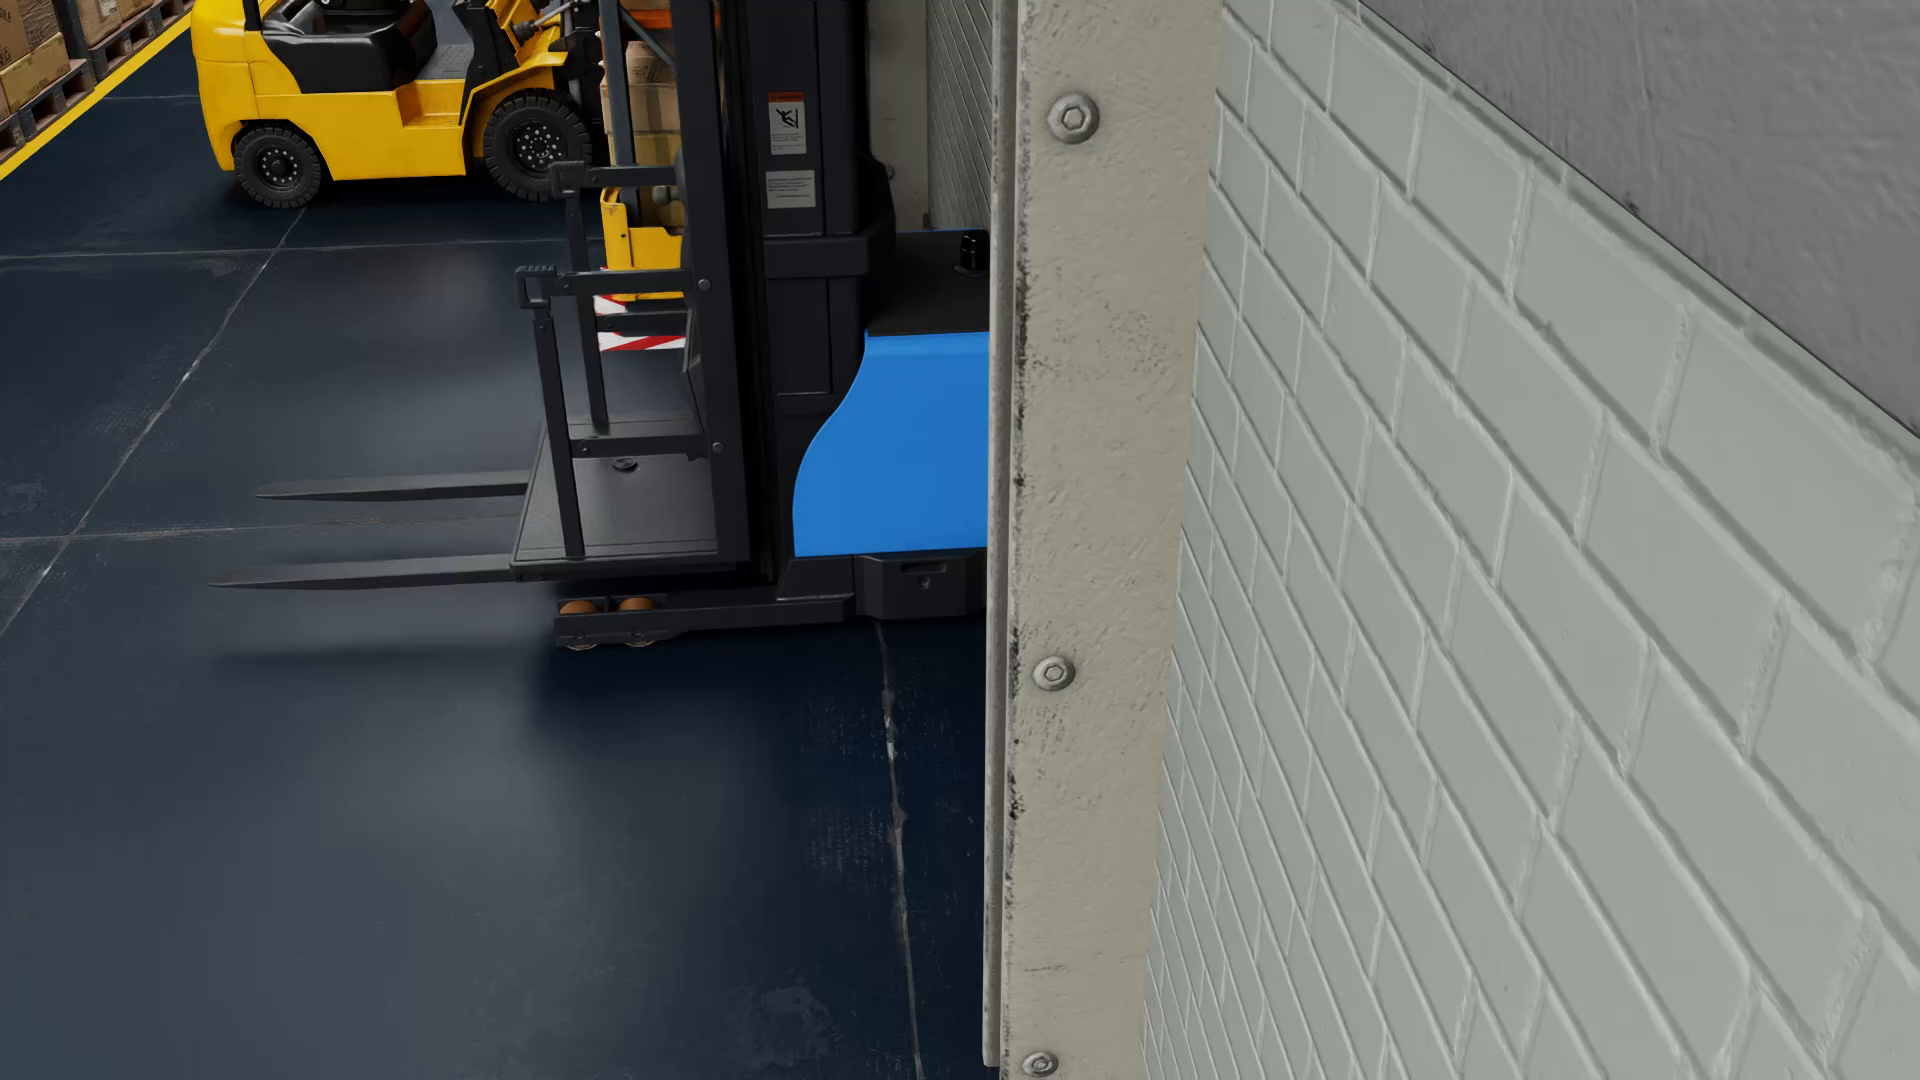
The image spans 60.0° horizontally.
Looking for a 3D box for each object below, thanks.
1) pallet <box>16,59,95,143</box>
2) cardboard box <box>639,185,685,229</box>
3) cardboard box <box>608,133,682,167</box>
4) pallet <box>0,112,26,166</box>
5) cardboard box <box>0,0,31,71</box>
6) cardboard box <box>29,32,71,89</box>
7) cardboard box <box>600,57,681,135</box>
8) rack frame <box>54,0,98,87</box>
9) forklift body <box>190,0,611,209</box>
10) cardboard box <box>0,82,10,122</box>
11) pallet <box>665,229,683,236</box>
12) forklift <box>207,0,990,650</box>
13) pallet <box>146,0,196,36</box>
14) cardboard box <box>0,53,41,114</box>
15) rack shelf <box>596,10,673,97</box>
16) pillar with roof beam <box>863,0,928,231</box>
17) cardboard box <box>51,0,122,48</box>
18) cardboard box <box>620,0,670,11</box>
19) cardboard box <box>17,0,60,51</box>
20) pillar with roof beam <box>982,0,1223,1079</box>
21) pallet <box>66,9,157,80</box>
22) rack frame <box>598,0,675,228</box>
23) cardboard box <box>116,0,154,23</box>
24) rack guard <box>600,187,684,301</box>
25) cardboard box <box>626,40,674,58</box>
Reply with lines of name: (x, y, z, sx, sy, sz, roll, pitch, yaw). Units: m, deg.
pallet: (-6.383, -2.859, 10.830, 1.003, 0.211, 1.213, -3, 31, -5)
cardboard box: (-1.524, -1.819, 8.642, 0.500, 0.250, 0.500, -3, 31, -4)
cardboard box: (-1.522, -2.042, 8.528, 0.500, 0.250, 0.500, -3, 31, -5)
pallet: (-6.266, -2.234, 9.785, 1.003, 0.211, 1.213, -3, 31, -5)
cardboard box: (-6.109, -3.170, 10.172, 0.500, 0.500, 0.500, -2, 31, -4)
cardboard box: (-6.158, -3.108, 10.800, 0.500, 0.250, 0.500, -1, 31, -2)
cardboard box: (-1.519, -2.244, 8.378, 0.500, 0.250, 0.500, -2, 31, -3)
rack frame: (-6.481, -4.397, 10.686, 1.000, 3.000, 0.127, -3, 31, -5)
forklift body: (-3.159, -3.111, 9.360, 2.313, 2.155, 1.214, -3, 31, -5)
cardboard box: (-6.055, -2.576, 9.910, 0.500, 0.250, 0.500, -2, 31, -4)
pallet: (-1.279, -1.786, 9.034, 1.003, 0.211, 1.213, -3, 31, -5)
forklift: (-1.054, -1.171, 5.352, 3.031, 2.935, 1.130, -3, 31, -5)
pallet: (-6.672, -4.221, 13.112, 1.003, 0.211, 1.213, -3, 31, -5)
cardboard box: (-6.098, -2.836, 10.345, 0.500, 0.250, 0.500, -4, 31, -6)
rack shelf: (-1.352, -3.307, 9.562, 1.077, 0.370, 4.000, -3, 31, -5)
pillar with roof beam: (-4.619, -5.362, 6.452, 9.100, 9.000, 0.400, -3, 31, -5)
cardboard box: (-6.532, -3.717, 11.700, 0.950, 0.372, 0.625, -2, 31, -4)
cardboard box: (-1.473, -2.876, 8.042, 0.500, 0.500, 0.500, -3, 31, -6)
cardboard box: (-6.158, -3.429, 10.607, 0.500, 0.500, 0.500, -3, 31, -5)
pillar with roof beam: (-4.059, -2.299, 1.323, 9.100, 9.000, 0.400, -3, 31, -5)
pallet: (-6.555, -3.597, 12.066, 1.003, 0.211, 1.213, -3, 31, -5)
rack frame: (-1.165, -2.594, 7.668, 1.000, 3.000, 0.127, -3, 31, -5)
cardboard box: (-6.603, -4.084, 12.314, 0.950, 0.372, 0.625, -1, 31, -1)
rack guard: (-1.163, -1.509, 8.289, 1.175, 0.500, 0.348, -3, 31, -5)
cardboard box: (-1.573, -2.504, 8.814, 0.500, 0.250, 0.500, -2, 31, -4)
